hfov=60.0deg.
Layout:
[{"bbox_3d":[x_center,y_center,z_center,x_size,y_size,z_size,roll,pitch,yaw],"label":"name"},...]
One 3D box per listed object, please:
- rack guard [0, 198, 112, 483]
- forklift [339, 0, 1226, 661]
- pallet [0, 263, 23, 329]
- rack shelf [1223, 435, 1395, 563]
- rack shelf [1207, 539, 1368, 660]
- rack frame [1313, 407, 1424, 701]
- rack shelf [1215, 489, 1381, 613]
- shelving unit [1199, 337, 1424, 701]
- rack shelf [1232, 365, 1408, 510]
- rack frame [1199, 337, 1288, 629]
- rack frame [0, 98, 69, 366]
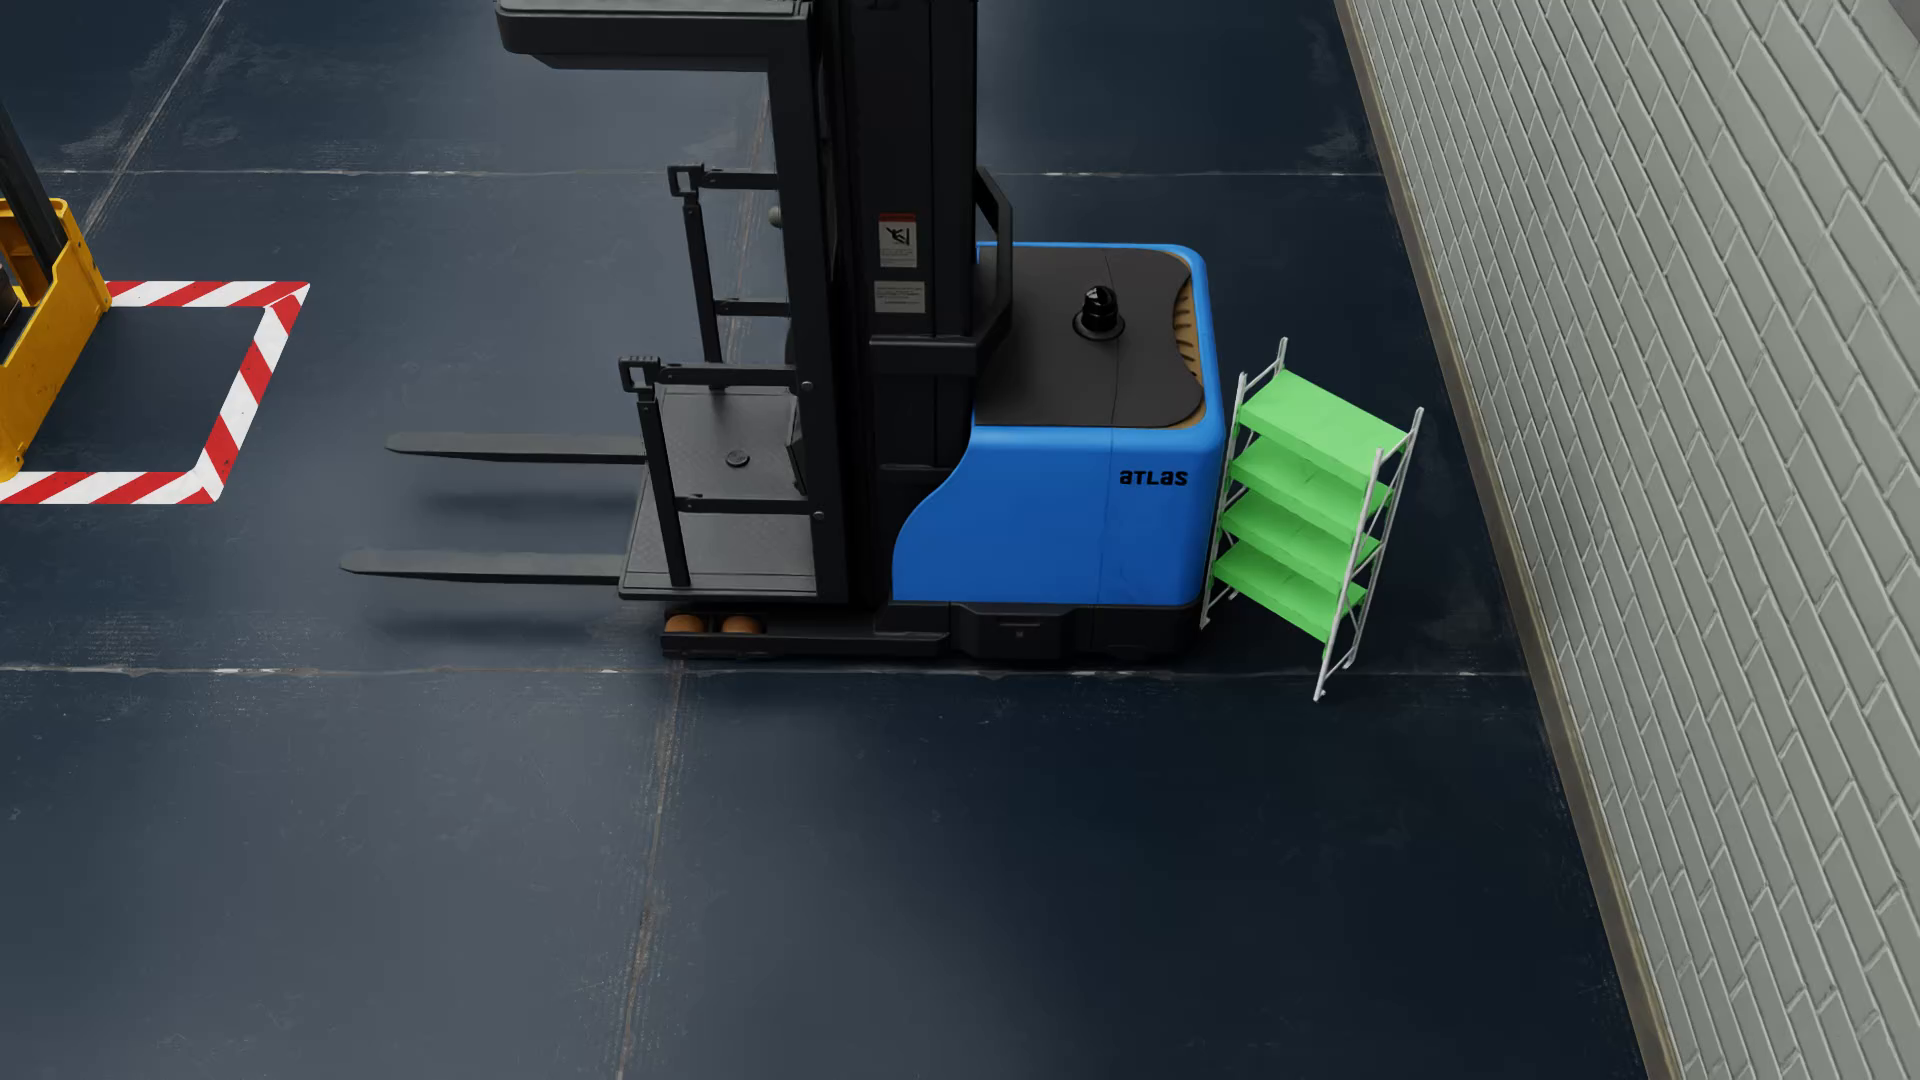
[{"bbox_3d":[-3.849,-0.816,6.668,0.348,0.500,1.175,0,47,0],"label":"rack guard"},{"bbox_3d":[-0.666,-0.965,5.146,3.031,2.935,1.130,1,47,1],"label":"forklift"},{"bbox_3d":[-4.661,-0.746,6.800,1.213,0.211,1.003,0,47,0],"label":"pallet"},{"bbox_3d":[1.122,-0.160,5.339,0.480,0.148,0.258,33,55,27],"label":"rack shelf"},{"bbox_3d":[1.122,0.167,5.690,0.480,0.148,0.258,33,55,27],"label":"rack shelf"},{"bbox_3d":[1.304,0.079,5.357,0.015,1.200,0.240,33,55,27],"label":"rack frame"},{"bbox_3d":[1.122,0.004,5.514,0.480,0.148,0.258,33,55,27],"label":"rack shelf"},{"bbox_3d":[1.122,-0.040,5.468,0.503,1.200,0.258,33,55,27],"label":"shelving unit"},{"bbox_3d":[1.122,-0.324,5.163,0.480,0.148,0.258,33,55,27],"label":"rack shelf"},{"bbox_3d":[0.940,-0.159,5.578,0.015,1.200,0.240,33,55,27],"label":"rack frame"},{"bbox_3d":[-3.773,-1.667,5.753,0.127,3.000,1.000,0,47,0],"label":"rack frame"}]
